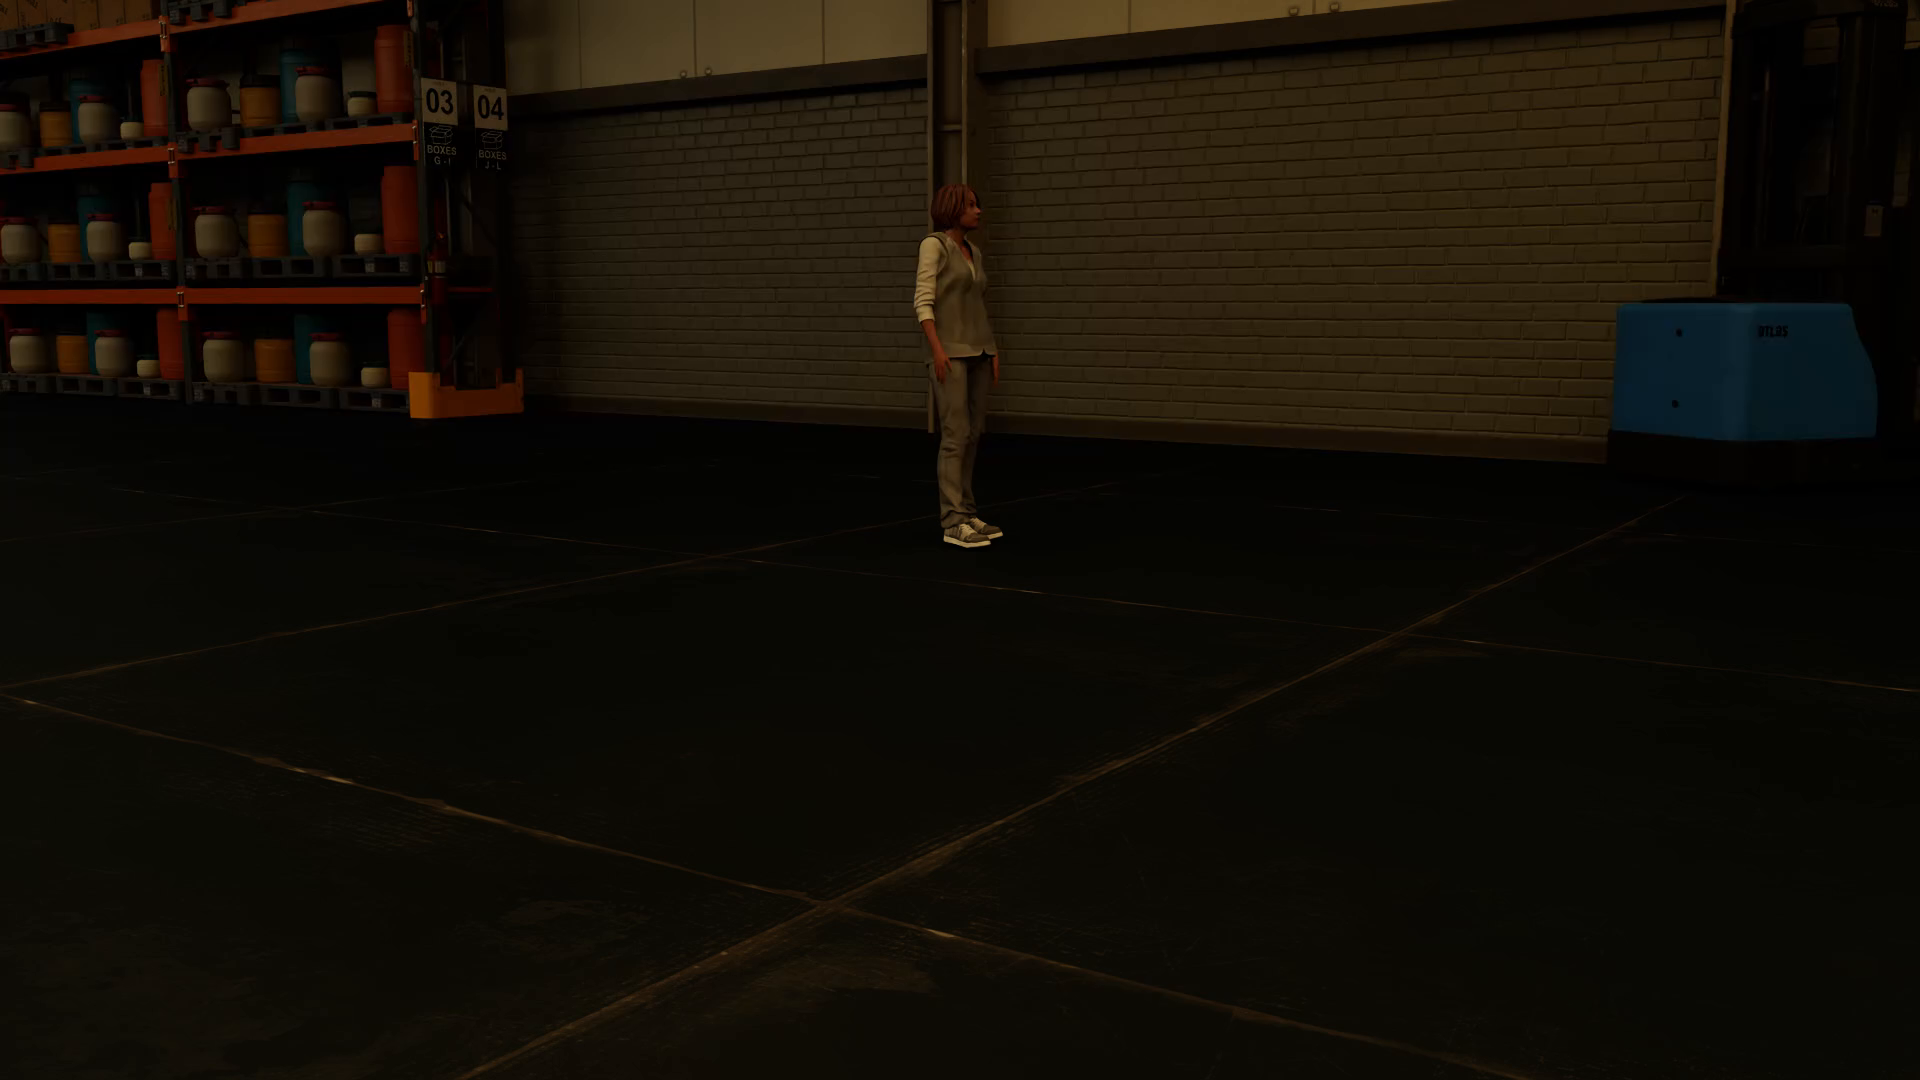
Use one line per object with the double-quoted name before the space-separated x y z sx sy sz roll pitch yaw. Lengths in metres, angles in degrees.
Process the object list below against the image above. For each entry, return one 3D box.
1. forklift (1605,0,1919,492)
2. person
"forklift" 5.503 -1.826 10.031 3.031 2.935 1.130 -3 9 -21
"person" 0.053 -0.791 7.438 0.475 1.597 0.520 5 10 34
